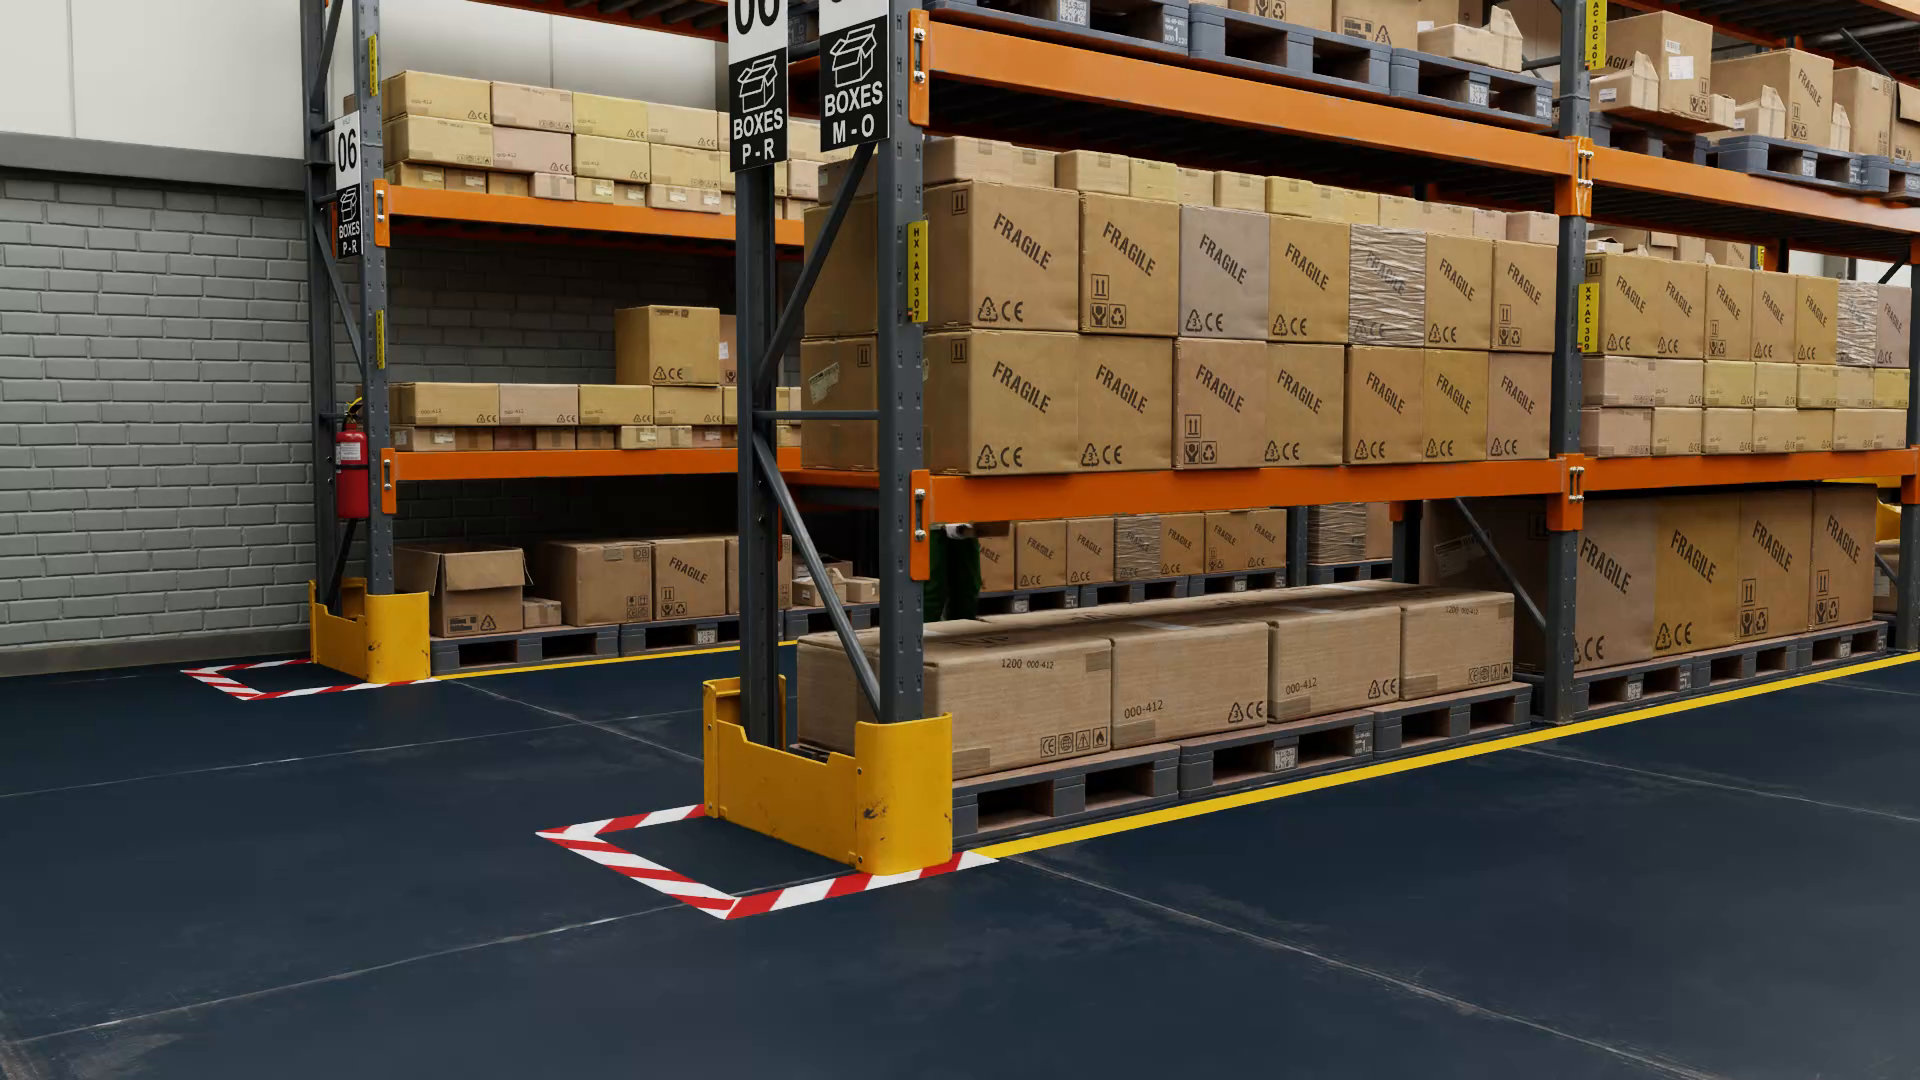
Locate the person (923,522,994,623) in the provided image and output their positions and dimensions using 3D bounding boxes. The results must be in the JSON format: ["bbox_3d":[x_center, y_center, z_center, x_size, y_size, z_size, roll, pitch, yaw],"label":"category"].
[{"bbox_3d":[-0.054,-0.040,8.875,0.613,1.778,0.452,-4,6,-42],"label":"person"}]
